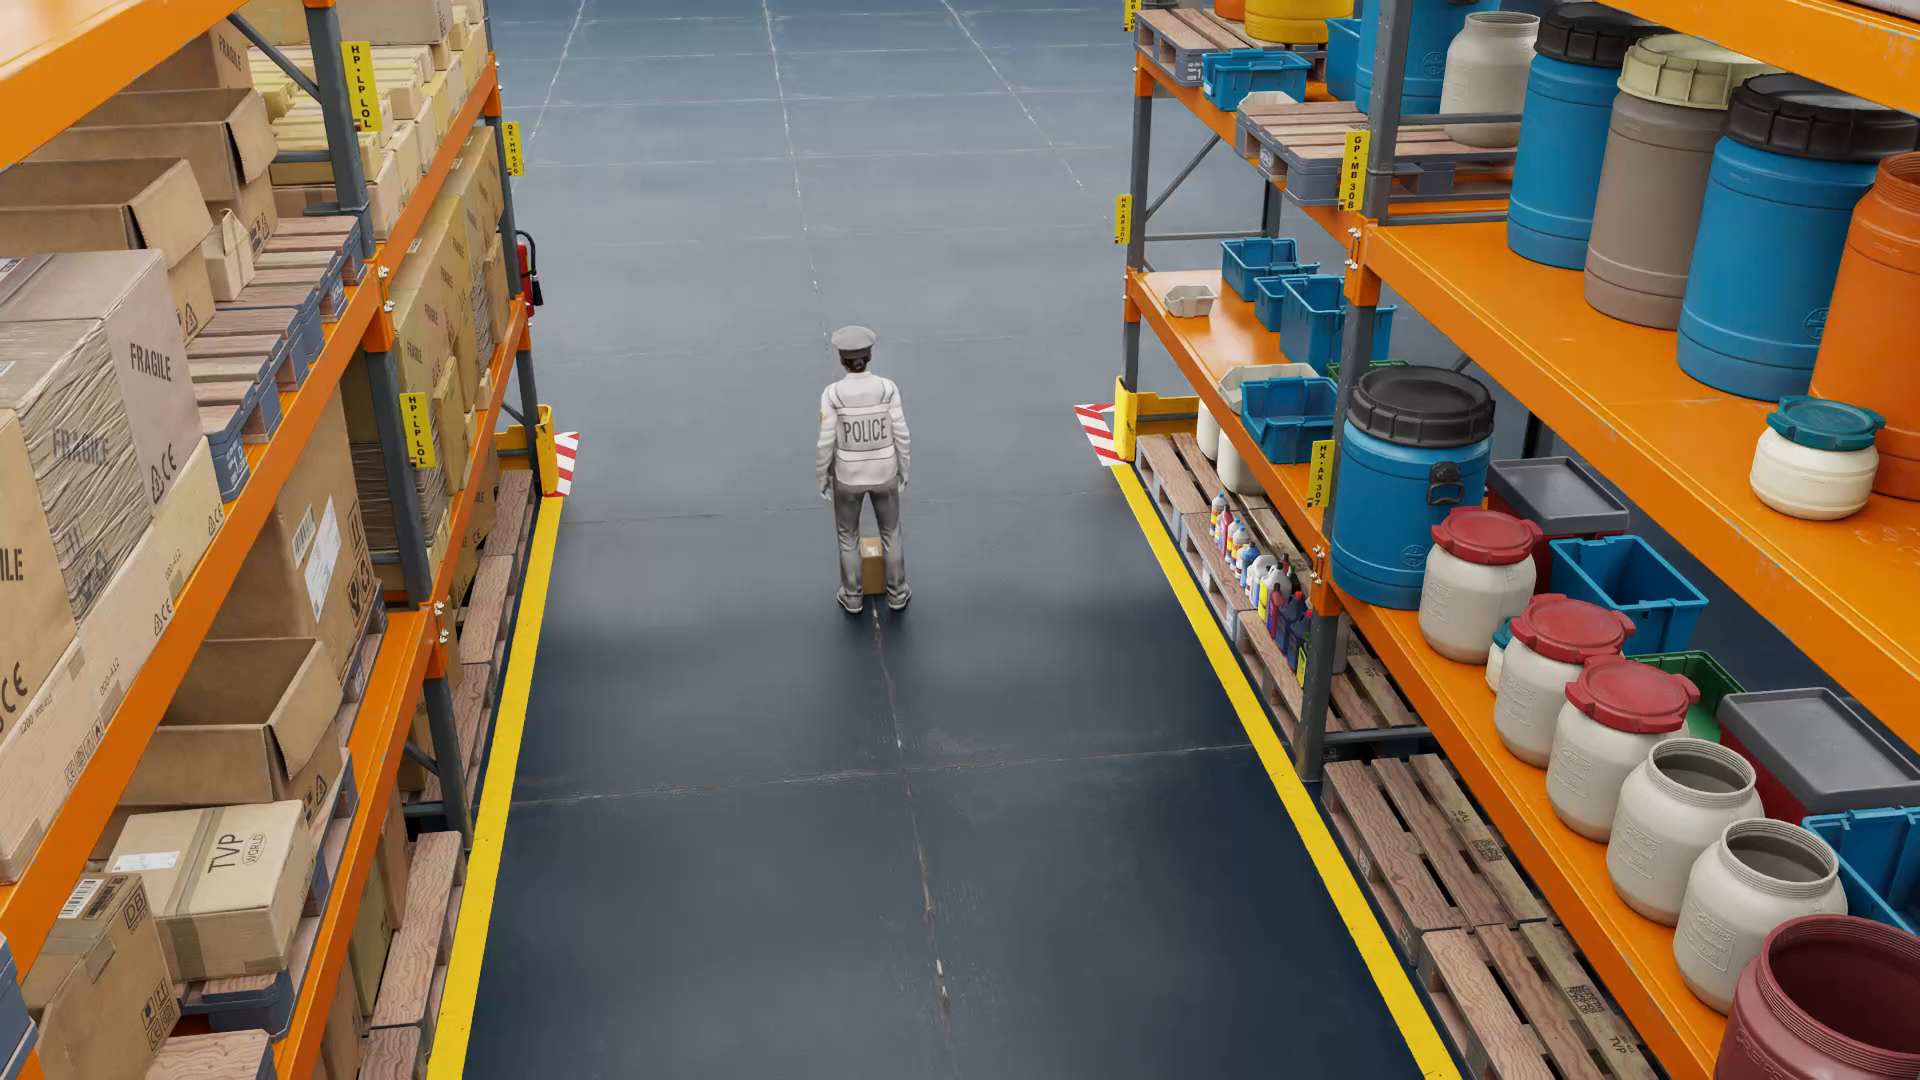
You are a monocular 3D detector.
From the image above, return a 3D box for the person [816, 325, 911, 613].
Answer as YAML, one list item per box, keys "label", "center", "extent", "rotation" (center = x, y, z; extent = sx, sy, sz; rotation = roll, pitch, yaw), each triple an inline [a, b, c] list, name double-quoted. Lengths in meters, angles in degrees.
- label: "person"
  center: [-0.538, -0.361, 9.314]
  extent: [0.543, 1.662, 0.376]
  rotation: [-5, 28, -10]
